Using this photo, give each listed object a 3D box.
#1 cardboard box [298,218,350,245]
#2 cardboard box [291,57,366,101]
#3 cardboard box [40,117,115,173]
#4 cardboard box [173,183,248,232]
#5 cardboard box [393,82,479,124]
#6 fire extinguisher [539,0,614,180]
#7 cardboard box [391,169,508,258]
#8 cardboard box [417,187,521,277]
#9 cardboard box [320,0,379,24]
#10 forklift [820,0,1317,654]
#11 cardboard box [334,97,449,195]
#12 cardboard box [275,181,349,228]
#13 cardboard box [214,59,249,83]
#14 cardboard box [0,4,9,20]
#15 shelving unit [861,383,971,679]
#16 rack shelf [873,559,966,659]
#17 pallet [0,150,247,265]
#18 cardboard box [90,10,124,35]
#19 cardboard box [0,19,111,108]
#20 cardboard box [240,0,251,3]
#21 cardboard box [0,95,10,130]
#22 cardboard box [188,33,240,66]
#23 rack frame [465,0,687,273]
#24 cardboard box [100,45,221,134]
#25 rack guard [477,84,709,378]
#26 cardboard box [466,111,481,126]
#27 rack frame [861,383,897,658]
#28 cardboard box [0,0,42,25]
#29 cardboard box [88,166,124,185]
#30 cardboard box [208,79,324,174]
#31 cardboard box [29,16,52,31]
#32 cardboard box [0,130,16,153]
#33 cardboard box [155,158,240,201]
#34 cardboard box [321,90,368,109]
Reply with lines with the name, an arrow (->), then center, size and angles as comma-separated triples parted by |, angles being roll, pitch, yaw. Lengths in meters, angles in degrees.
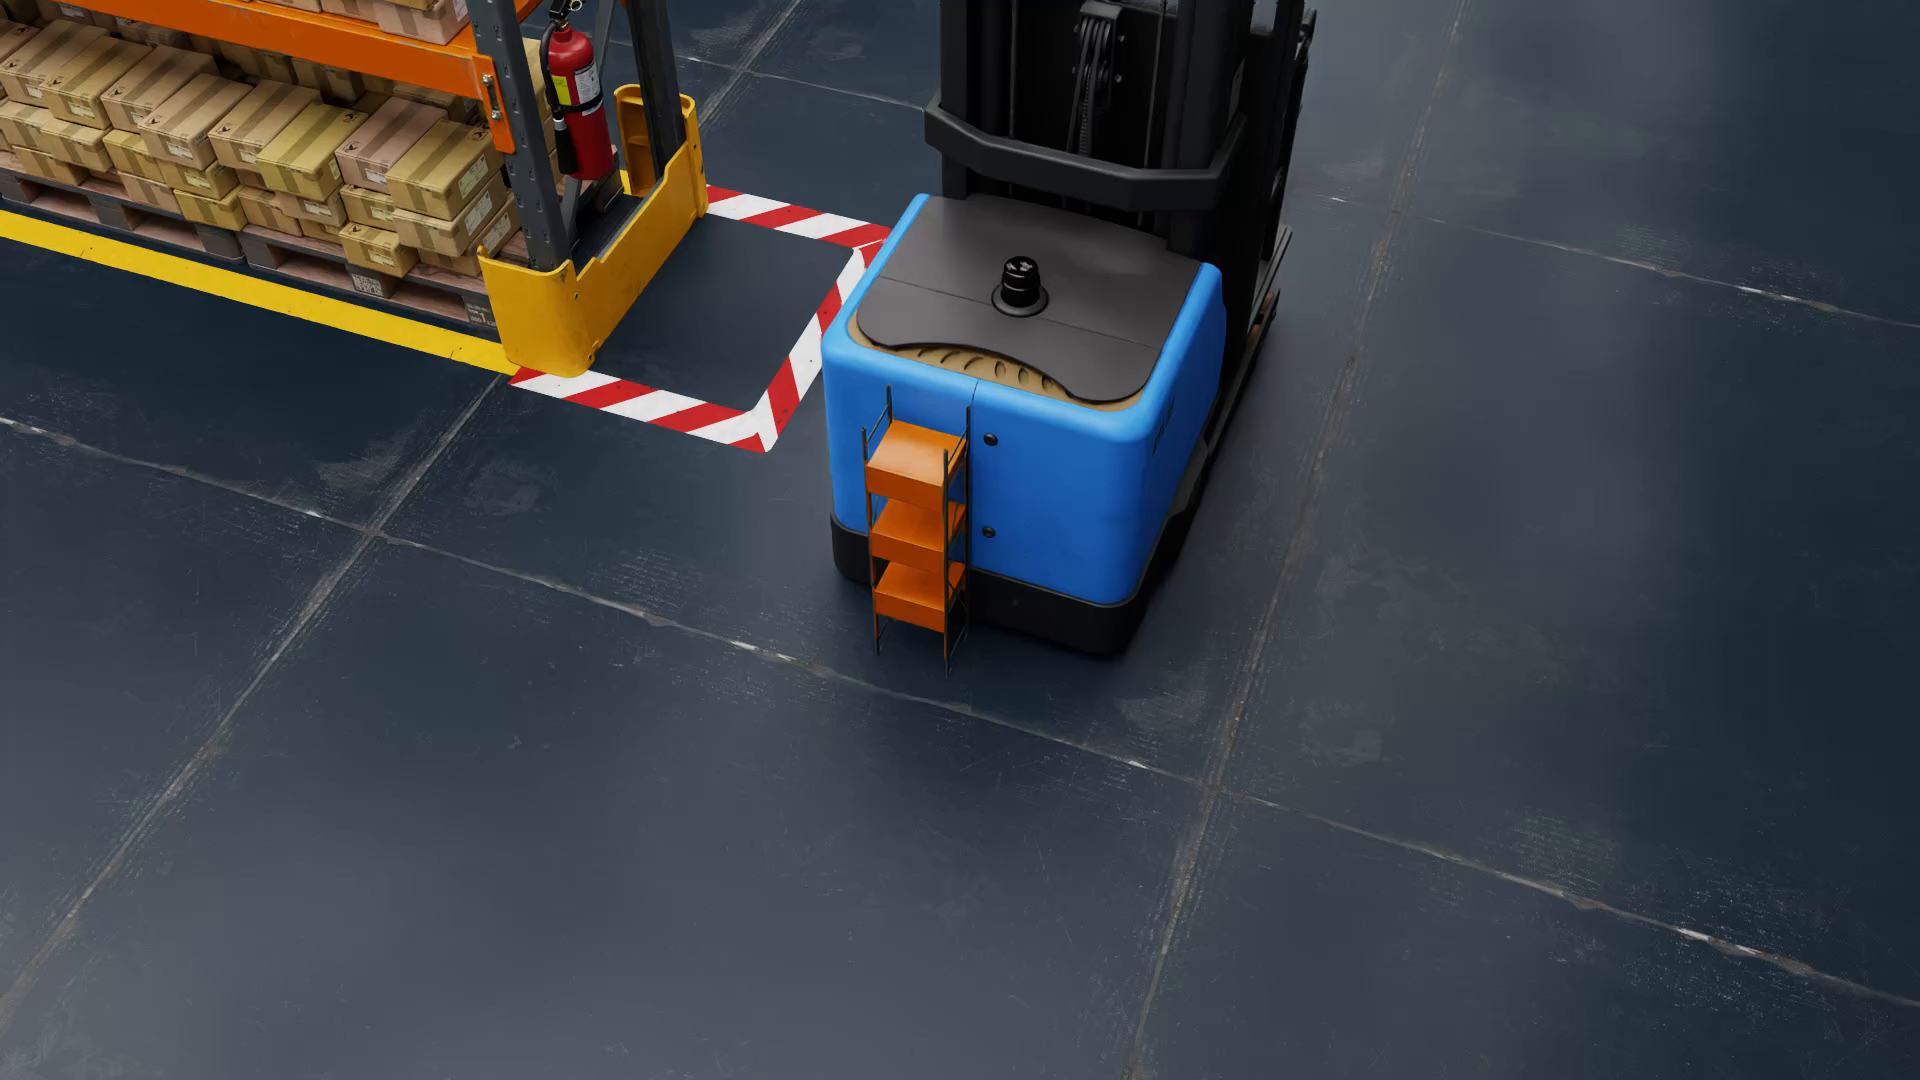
cardboard box -> -2.385, -1.339, 6.534 | 0.250, 0.149, 0.380 | 15, 51, 13
cardboard box -> -2.452, -1.946, 6.667 | 0.250, 0.149, 0.380 | 13, 50, 11
cardboard box -> -3.399, -1.651, 6.607 | 0.250, 0.149, 0.380 | 16, 51, 13
cardboard box -> -2.882, -1.417, 6.602 | 0.250, 0.149, 0.380 | 14, 50, 11
cardboard box -> -1.999, -1.783, 6.525 | 0.250, 0.149, 0.380 | 16, 51, 14
fire extinguisher -> -1.248, -1.479, 5.345 | 0.183, 0.674, 0.296 | 16, 51, 13
cardboard box -> -1.918, -1.257, 6.266 | 0.250, 0.149, 0.380 | 14, 51, 12
cardboard box -> -1.891, -1.213, 6.425 | 0.250, 0.149, 0.380 | 16, 51, 14
cardboard box -> -1.949, -1.914, 5.590 | 0.250, 0.149, 0.380 | 16, 51, 13
forklift -> 0.587, -1.732, 5.312 | 1.130, 2.935, 3.031 | 17, 51, 14
cardboard box -> -2.125, -1.484, 6.266 | 0.250, 0.149, 0.380 | 17, 51, 14
cardboard box -> -2.407, -1.391, 6.383 | 0.250, 0.149, 0.380 | 14, 50, 12
cardboard box -> -2.978, -1.941, 6.859 | 0.250, 0.149, 0.380 | 18, 51, 15
cardboard box -> -4.081, -2.031, 6.740 | 0.250, 0.149, 0.380 | 14, 51, 12
shelving unit -> -0.122, 0.001, 5.055 | 0.252, 1.050, 0.215 | 16, 51, 13
rack shelf -> -0.122, 0.190, 5.273 | 0.240, 0.259, 0.215 | 16, 51, 13
pallet -> -3.286, -1.685, 7.070 | 1.213, 0.211, 1.003 | 16, 51, 13
cardboard box -> -3.404, -2.267, 6.945 | 0.250, 0.149, 0.380 | 14, 51, 12
cardboard box -> -3.586, -1.894, 6.621 | 0.250, 0.149, 0.380 | 14, 50, 12
cardboard box -> -2.436, -2.019, 5.681 | 0.250, 0.149, 0.380 | 17, 51, 14
cardboard box -> -3.836, -1.844, 6.775 | 0.250, 0.149, 0.380 | 18, 51, 15
cardboard box -> -2.940, -2.127, 6.823 | 0.250, 0.149, 0.380 | 16, 51, 14
rack frame -> -1.324, -2.019, 5.515 | 0.127, 3.000, 1.000 | 16, 51, 13
cardboard box -> -3.113, -1.753, 6.499 | 0.250, 0.149, 0.380 | 14, 51, 12
rack guard -> -1.396, -1.221, 6.477 | 0.348, 0.500, 1.175 | 16, 51, 13
cardboard box -> -1.964, -1.752, 6.695 | 0.250, 0.149, 0.380 | 15, 51, 13
rack frame -> -0.236, -0.032, 5.083 | 0.008, 1.050, 0.200 | 16, 51, 13
cardboard box -> -3.947, -2.335, 7.004 | 0.250, 0.149, 0.380 | 17, 51, 14
cardboard box -> -3.342, -1.622, 6.780 | 0.250, 0.149, 0.380 | 17, 51, 14
cardboard box -> -2.633, -1.574, 6.344 | 0.250, 0.149, 0.380 | 14, 50, 12
cardboard box -> -3.708, -2.203, 7.086 | 0.250, 0.149, 0.380 | 17, 51, 14
cardboard box -> -3.826, -1.773, 6.910 | 0.250, 0.149, 0.380 | 14, 50, 12
cardboard box -> -2.897, -1.518, 6.492 | 0.250, 0.149, 0.380 | 16, 51, 14
cardboard box -> -2.428, -1.897, 6.821 | 0.250, 0.149, 0.380 | 17, 51, 14
